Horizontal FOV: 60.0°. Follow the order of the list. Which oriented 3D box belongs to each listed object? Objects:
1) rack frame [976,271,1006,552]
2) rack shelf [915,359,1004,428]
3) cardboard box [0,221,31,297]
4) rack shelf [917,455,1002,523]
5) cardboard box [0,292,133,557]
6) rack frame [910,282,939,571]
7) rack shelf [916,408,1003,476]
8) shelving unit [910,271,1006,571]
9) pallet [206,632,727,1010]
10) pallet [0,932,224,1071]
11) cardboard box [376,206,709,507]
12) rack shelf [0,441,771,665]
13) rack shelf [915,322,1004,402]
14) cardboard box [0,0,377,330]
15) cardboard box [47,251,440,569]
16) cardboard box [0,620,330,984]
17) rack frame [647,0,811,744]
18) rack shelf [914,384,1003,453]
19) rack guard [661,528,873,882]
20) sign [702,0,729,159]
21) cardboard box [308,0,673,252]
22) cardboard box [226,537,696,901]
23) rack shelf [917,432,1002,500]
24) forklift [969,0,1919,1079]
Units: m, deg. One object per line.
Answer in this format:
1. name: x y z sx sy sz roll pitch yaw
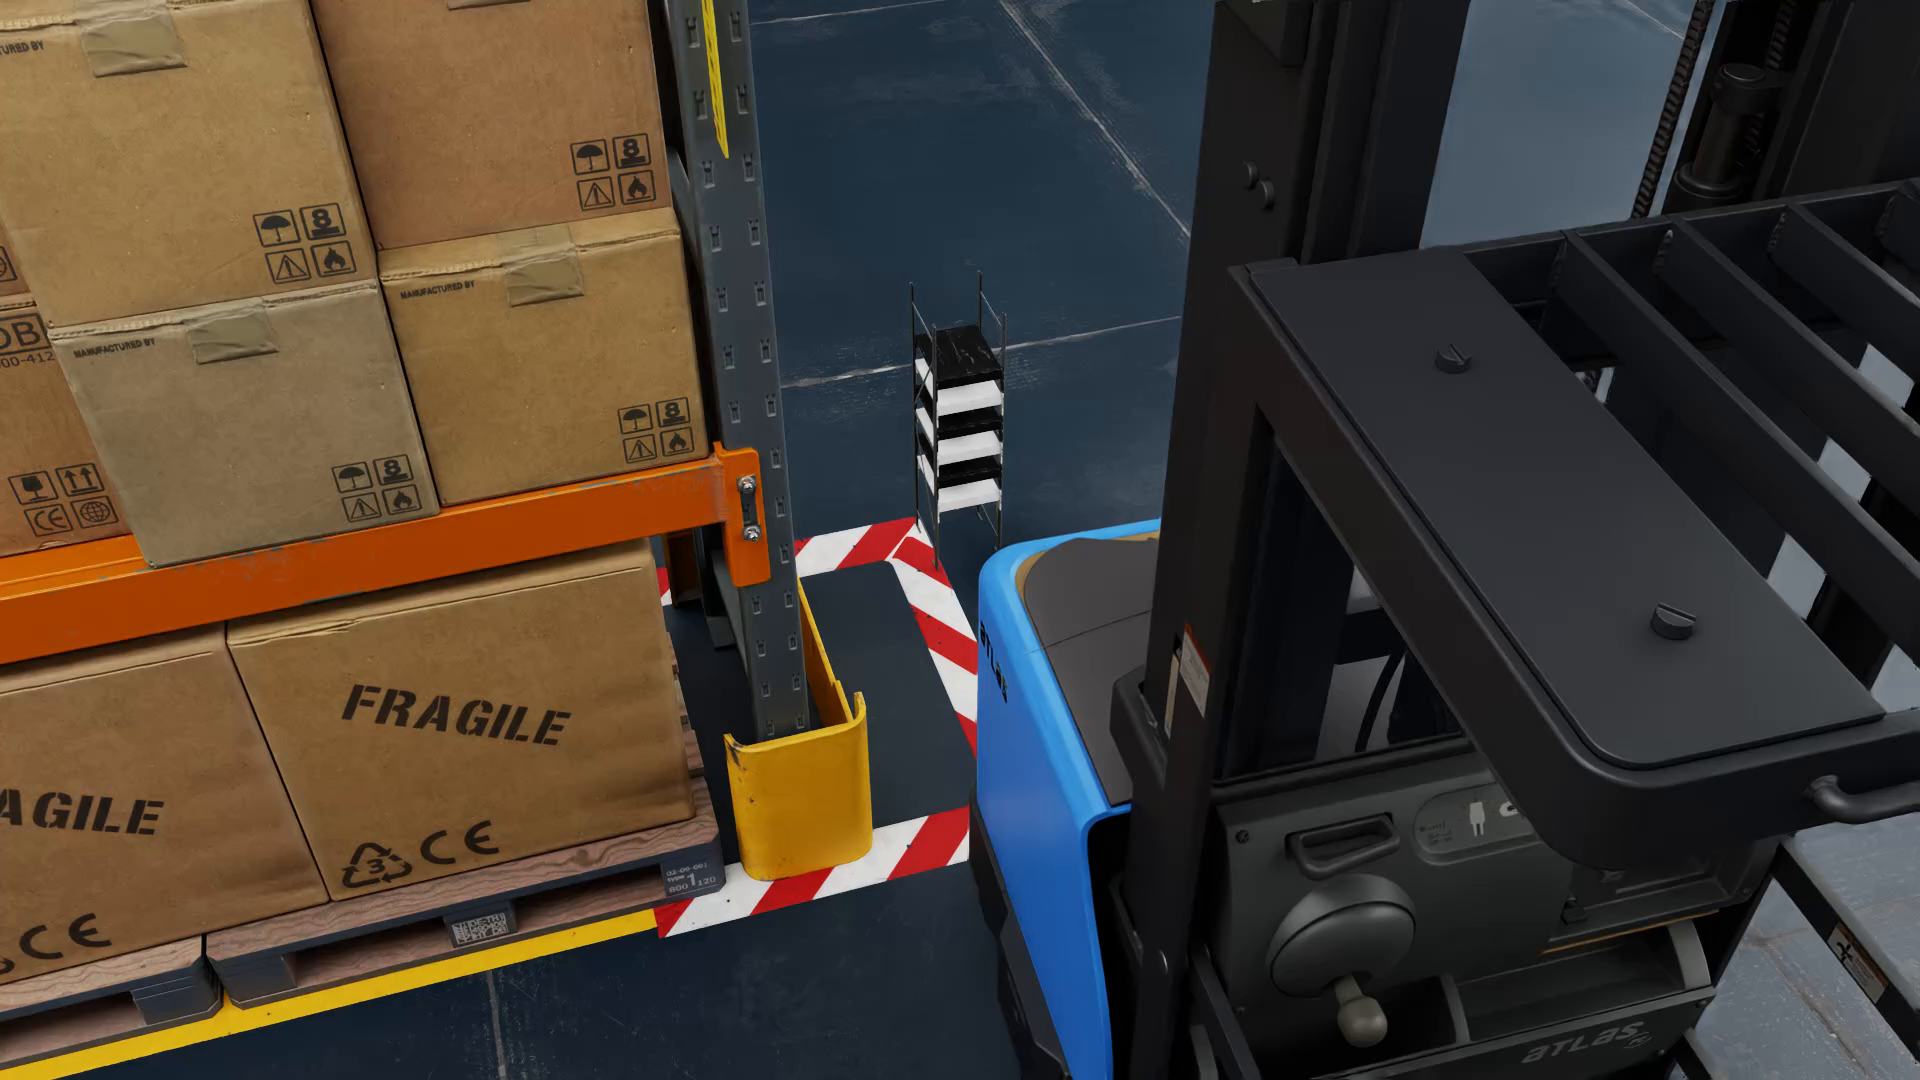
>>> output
1. rack frame: 0.089 -0.357 4.975 0.006 0.900 0.240 -12 42 -13
2. rack shelf: -0.007 -0.448 4.856 0.200 0.077 0.258 -12 42 -13
3. cardboard box: -2.011 -0.863 3.023 0.550 0.550 0.875 -12 42 -13
4. rack shelf: -0.008 -0.177 5.092 0.200 0.077 0.258 -12 42 -13
5. cardboard box: -2.004 -0.441 3.361 0.550 0.550 0.875 -12 42 -13
6. rack frame: -0.105 -0.317 4.929 0.006 0.900 0.240 -12 42 -13
7. rack shelf: -0.008 -0.312 4.974 0.200 0.077 0.258 -12 42 -13
8. shelving unit: -0.008 -0.337 4.952 0.210 0.900 0.258 -12 42 -13
9. pallet: -1.313 0.616 4.384 1.213 0.211 1.003 -12 42 -13
10. pallet: -2.474 0.855 4.111 1.213 0.211 1.003 -12 42 -13
11. cardboard box: -0.914 -0.596 3.538 0.550 0.550 0.875 -12 42 -13
12. rack shelf: -2.481 0.025 3.488 4.000 0.370 1.077 -12 42 -13
13. rack shelf: -0.007 -0.516 4.796 0.200 0.077 0.258 -12 42 -13
14. cardboard box: -1.436 -0.888 3.052 0.550 0.550 0.875 -12 42 -13
15. cardboard box: -1.432 -0.473 3.398 0.550 0.550 0.875 -12 42 -13
16. cardboard box: -2.039 0.352 3.863 0.875 0.875 0.875 -12 43 -14
17. rack frame: -0.573 -0.641 3.704 0.127 3.000 1.000 -12 42 -13
18. rack shelf: -0.008 -0.380 4.915 0.200 0.077 0.258 -12 42 -13
19. rack guard: -0.551 0.296 4.532 0.348 0.500 1.175 -12 42 -13
20. sign: -0.424 -0.823 2.852 0.005 0.325 0.100 -12 42 -13
21. cardboard box: -0.939 -1.055 3.243 0.550 0.550 0.875 -12 42 -13
22. cardboard box: -1.200 0.177 4.064 0.875 0.875 0.875 -11 42 -13
23. rack shelf: -0.008 -0.244 5.033 0.200 0.077 0.258 -12 42 -13
24. forklift: 0.892 0.580 2.358 1.130 2.935 3.031 -10 42 -11
